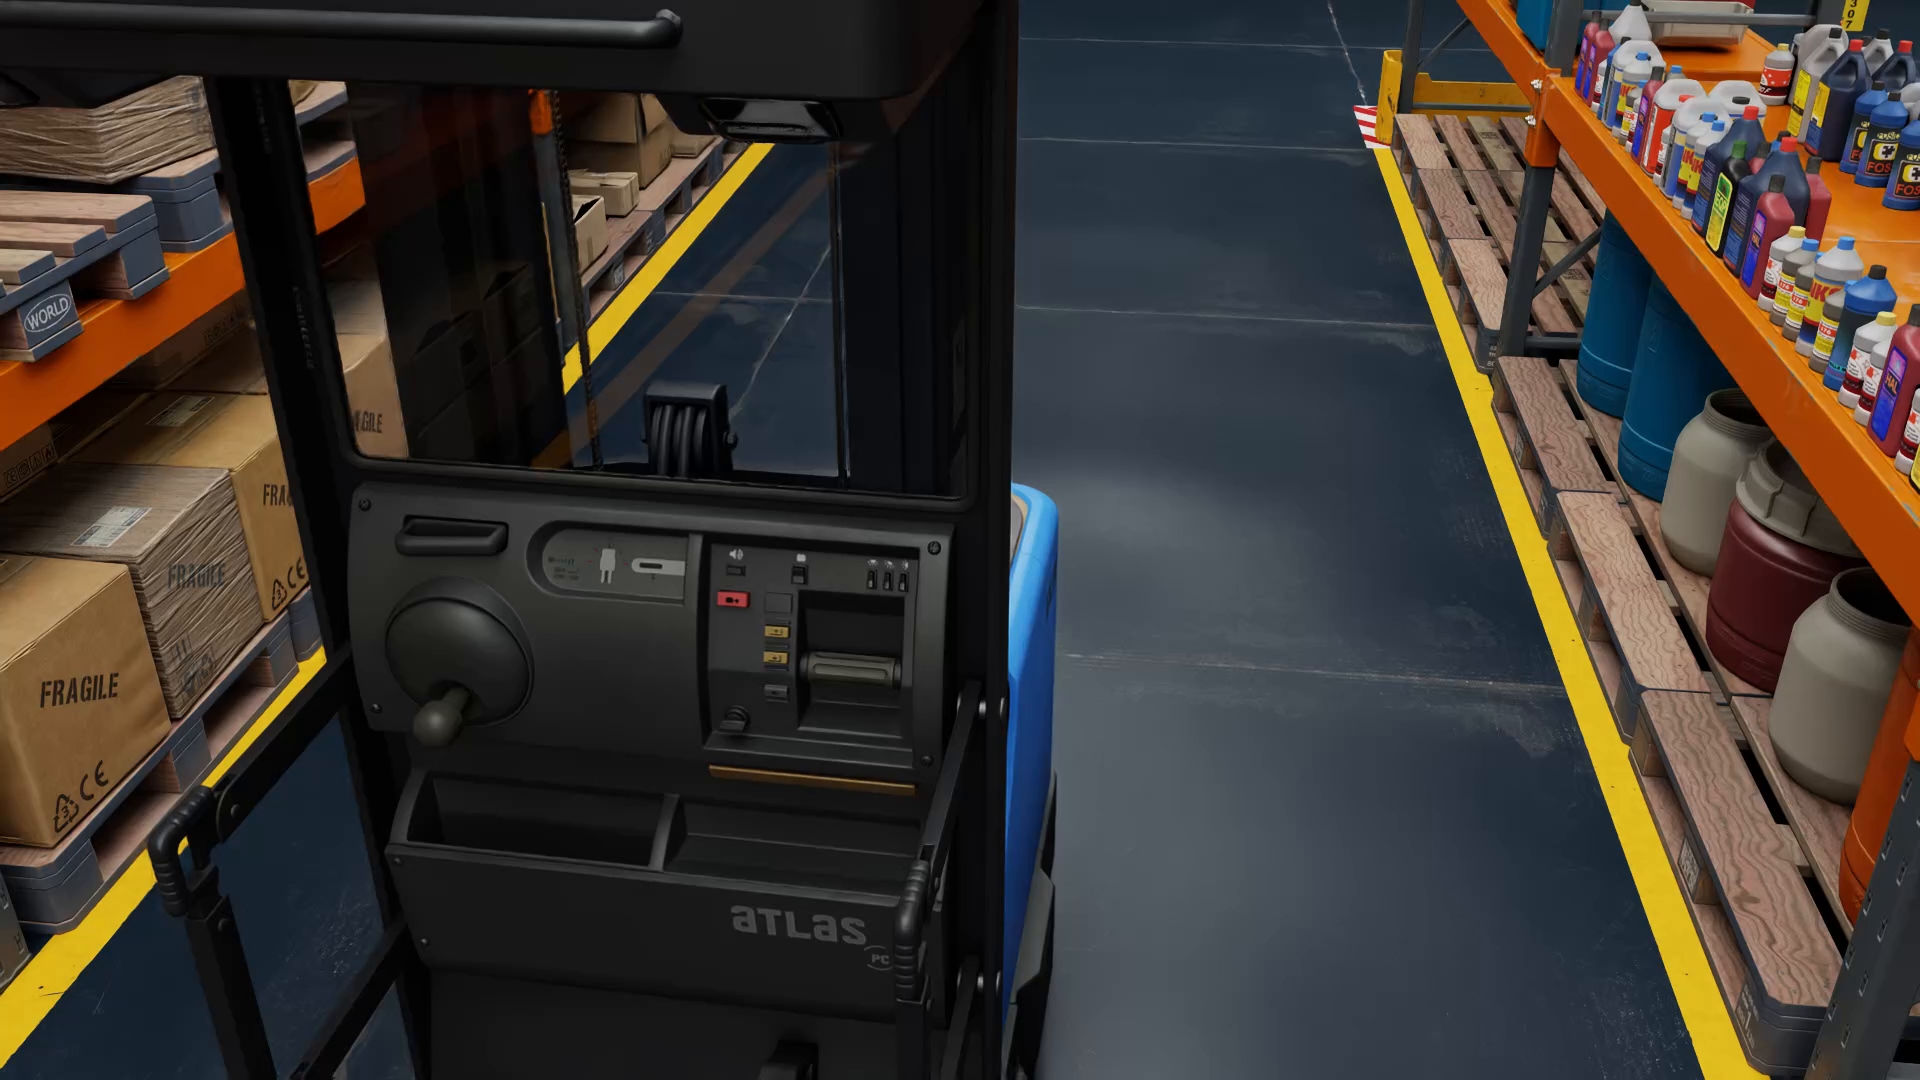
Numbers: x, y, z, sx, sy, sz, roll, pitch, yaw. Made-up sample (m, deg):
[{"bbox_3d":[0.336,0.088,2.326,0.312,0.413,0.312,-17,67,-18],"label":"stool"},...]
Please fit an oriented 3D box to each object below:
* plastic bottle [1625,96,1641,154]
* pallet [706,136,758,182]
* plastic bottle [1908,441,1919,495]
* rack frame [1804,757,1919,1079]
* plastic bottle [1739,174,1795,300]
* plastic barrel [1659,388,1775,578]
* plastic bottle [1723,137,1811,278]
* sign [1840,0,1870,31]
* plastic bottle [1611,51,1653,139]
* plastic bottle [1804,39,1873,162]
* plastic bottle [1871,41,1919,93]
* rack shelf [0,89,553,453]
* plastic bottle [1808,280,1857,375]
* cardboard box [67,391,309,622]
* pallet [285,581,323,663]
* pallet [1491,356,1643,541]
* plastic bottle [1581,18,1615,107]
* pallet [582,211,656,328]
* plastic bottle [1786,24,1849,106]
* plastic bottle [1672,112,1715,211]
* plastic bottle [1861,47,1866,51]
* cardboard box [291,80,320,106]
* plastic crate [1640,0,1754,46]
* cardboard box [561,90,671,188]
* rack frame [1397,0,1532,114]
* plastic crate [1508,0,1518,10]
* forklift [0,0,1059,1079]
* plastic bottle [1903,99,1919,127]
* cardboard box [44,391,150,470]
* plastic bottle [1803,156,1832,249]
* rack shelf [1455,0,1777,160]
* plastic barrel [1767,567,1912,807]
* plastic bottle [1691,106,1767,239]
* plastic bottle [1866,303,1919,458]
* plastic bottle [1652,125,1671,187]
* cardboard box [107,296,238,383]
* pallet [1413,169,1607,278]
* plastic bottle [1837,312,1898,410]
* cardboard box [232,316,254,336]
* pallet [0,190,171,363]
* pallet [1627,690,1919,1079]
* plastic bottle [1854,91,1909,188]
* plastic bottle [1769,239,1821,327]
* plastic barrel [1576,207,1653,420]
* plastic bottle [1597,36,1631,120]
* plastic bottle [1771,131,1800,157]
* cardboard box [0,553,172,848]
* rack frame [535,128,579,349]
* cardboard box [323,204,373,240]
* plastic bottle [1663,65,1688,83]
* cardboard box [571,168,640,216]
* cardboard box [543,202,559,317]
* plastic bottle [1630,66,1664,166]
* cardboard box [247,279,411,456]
[{"bbox_3d":[2.173,-1.327,5.260,0.097,0.201,0.097,0,28,0],"label":"plastic bottle"},{"bbox_3d":[-1.814,-2.461,10.095,1.003,0.211,1.213,3,28,6],"label":"pallet"},{"bbox_3d":[1.854,-0.208,3.097,0.061,0.283,0.133,3,28,6],"label":"plastic bottle"},{"bbox_3d":[2.231,-0.044,2.669,0.949,2.616,0.053,3,28,6],"label":"rack frame"},{"bbox_3d":[1.994,-0.746,4.095,0.061,0.283,0.133,3,28,6],"label":"plastic bottle"},{"bbox_3d":[2.389,-0.168,5.079,0.421,0.512,0.421,0,28,0],"label":"plastic barrel"},{"bbox_3d":[2.055,-0.848,4.214,0.144,0.351,0.185,3,28,6],"label":"plastic bottle"},{"bbox_3d":[3.263,-2.016,6.038,0.100,0.325,0.005,3,28,6],"label":"sign"},{"bbox_3d":[2.197,-1.450,5.414,0.097,0.271,0.097,0,28,0],"label":"plastic bottle"},{"bbox_3d":[2.764,-1.375,5.192,0.144,0.351,0.185,3,28,6],"label":"plastic bottle"},{"bbox_3d":[2.907,-1.367,5.176,0.144,0.351,0.185,3,28,6],"label":"plastic bottle"},{"bbox_3d":[-2.443,-0.959,5.125,1.077,0.370,4.000,3,28,6],"label":"rack shelf"},{"bbox_3d":[1.950,-0.471,3.672,0.097,0.201,0.097,0,28,0],"label":"plastic bottle"},{"bbox_3d":[-2.224,-0.107,4.958,0.500,0.500,0.500,3,28,6],"label":"cardboard box"},{"bbox_3d":[-2.407,-0.028,5.580,1.003,0.211,1.213,3,28,6],"label":"pallet"},{"bbox_3d":[2.582,-0.339,6.156,1.003,0.211,1.213,3,28,6],"label":"pallet"},{"bbox_3d":[2.233,-1.665,5.801,0.061,0.283,0.133,3,28,6],"label":"plastic bottle"},{"bbox_3d":[-2.113,-1.312,7.963,1.003,0.211,1.213,3,28,6],"label":"pallet"},{"bbox_3d":[2.990,-1.668,5.815,0.152,0.276,0.135,3,28,6],"label":"plastic bottle"},{"bbox_3d":[2.100,-1.077,4.722,0.097,0.271,0.097,0,28,0],"label":"plastic bottle"},{"bbox_3d":[2.945,-1.496,5.496,0.152,0.276,0.135,3,28,6],"label":"plastic bottle"},{"bbox_3d":[-2.353,-1.610,5.028,0.700,0.500,0.500,-4,29,-7],"label":"cardboard box"},{"bbox_3d":[2.917,-2.048,6.604,0.396,0.136,0.243,3,28,6],"label":"plastic crate"},{"bbox_3d":[-1.973,-2.196,8.832,0.797,0.503,0.637,3,28,6],"label":"cardboard box"},{"bbox_3d":[3.208,-3.810,9.659,1.000,3.000,0.127,3,28,6],"label":"rack frame"},{"bbox_3d":[2.588,-2.375,7.223,0.437,0.125,0.590,3,28,6],"label":"plastic crate"},{"bbox_3d":[-0.508,0.183,2.320,1.130,2.935,3.031,4,29,8],"label":"forklift"},{"bbox_3d":[2.867,-1.196,4.937,0.152,0.276,0.135,3,28,6],"label":"plastic bottle"},{"bbox_3d":[-2.743,-0.125,4.990,0.500,0.500,0.500,2,28,4],"label":"cardboard box"},{"bbox_3d":[2.159,-0.825,4.241,0.061,0.283,0.133,3,28,6],"label":"plastic bottle"},{"bbox_3d":[2.963,-2.552,8.083,1.077,0.370,4.000,3,28,6],"label":"rack shelf"},{"bbox_3d":[2.251,0.364,4.092,0.421,0.512,0.421,0,28,0],"label":"plastic barrel"},{"bbox_3d":[2.094,-0.998,4.492,0.144,0.351,0.185,3,28,6],"label":"plastic bottle"},{"bbox_3d":[1.882,-0.317,3.298,0.061,0.283,0.133,3,28,6],"label":"plastic bottle"},{"bbox_3d":[2.128,-1.155,4.941,0.097,0.201,0.097,0,28,0],"label":"plastic bottle"},{"bbox_3d":[-2.682,-0.720,5.304,0.500,0.250,0.500,3,28,5],"label":"cardboard box"},{"bbox_3d":[2.916,-1.624,8.542,1.003,0.211,1.213,3,28,6],"label":"pallet"},{"bbox_3d":[1.926,-0.380,3.502,0.097,0.201,0.097,0,28,0],"label":"plastic bottle"},{"bbox_3d":[-2.622,-0.610,5.891,0.500,0.500,0.500,4,29,7],"label":"cardboard box"},{"bbox_3d":[-2.675,-0.573,3.853,1.213,0.211,1.003,3,28,6],"label":"pallet"},{"bbox_3d":[2.283,0.810,4.024,1.003,0.211,1.213,3,28,6],"label":"pallet"},{"bbox_3d":[2.741,-1.192,4.936,0.097,0.271,0.097,0,28,0],"label":"plastic bottle"},{"bbox_3d":[1.986,-0.609,3.927,0.097,0.201,0.097,0,28,0],"label":"plastic bottle"},{"bbox_3d":[2.634,-0.933,6.089,0.600,0.901,0.708,3,28,6],"label":"plastic barrel"},{"bbox_3d":[2.225,-1.559,5.616,0.097,0.271,0.097,0,28,0],"label":"plastic bottle"},{"bbox_3d":[2.219,-0.977,4.536,0.097,0.271,0.097,0,28,0],"label":"plastic bottle"},{"bbox_3d":[-2.349,0.375,4.063,0.500,0.500,0.500,5,29,8],"label":"cardboard box"},{"bbox_3d":[-2.198,-2.217,6.702,1.000,3.000,0.127,3,28,6],"label":"rack frame"},{"bbox_3d":[-2.499,-1.096,6.794,0.500,0.500,0.500,2,28,4],"label":"cardboard box"},{"bbox_3d":[2.364,-1.473,5.531,0.097,0.201,0.097,0,28,0],"label":"plastic bottle"},{"bbox_3d":[-1.836,-1.756,8.370,0.380,0.166,0.250,3,28,6],"label":"cardboard box"},{"bbox_3d":[-1.974,-1.061,6.729,0.500,0.500,0.500,3,28,6],"label":"cardboard box"},{"bbox_3d":[2.141,-1.310,5.142,0.061,0.283,0.133,3,28,6],"label":"plastic bottle"},{"bbox_3d":[-2.105,-0.593,5.859,0.500,0.500,0.500,4,29,7],"label":"cardboard box"}]
